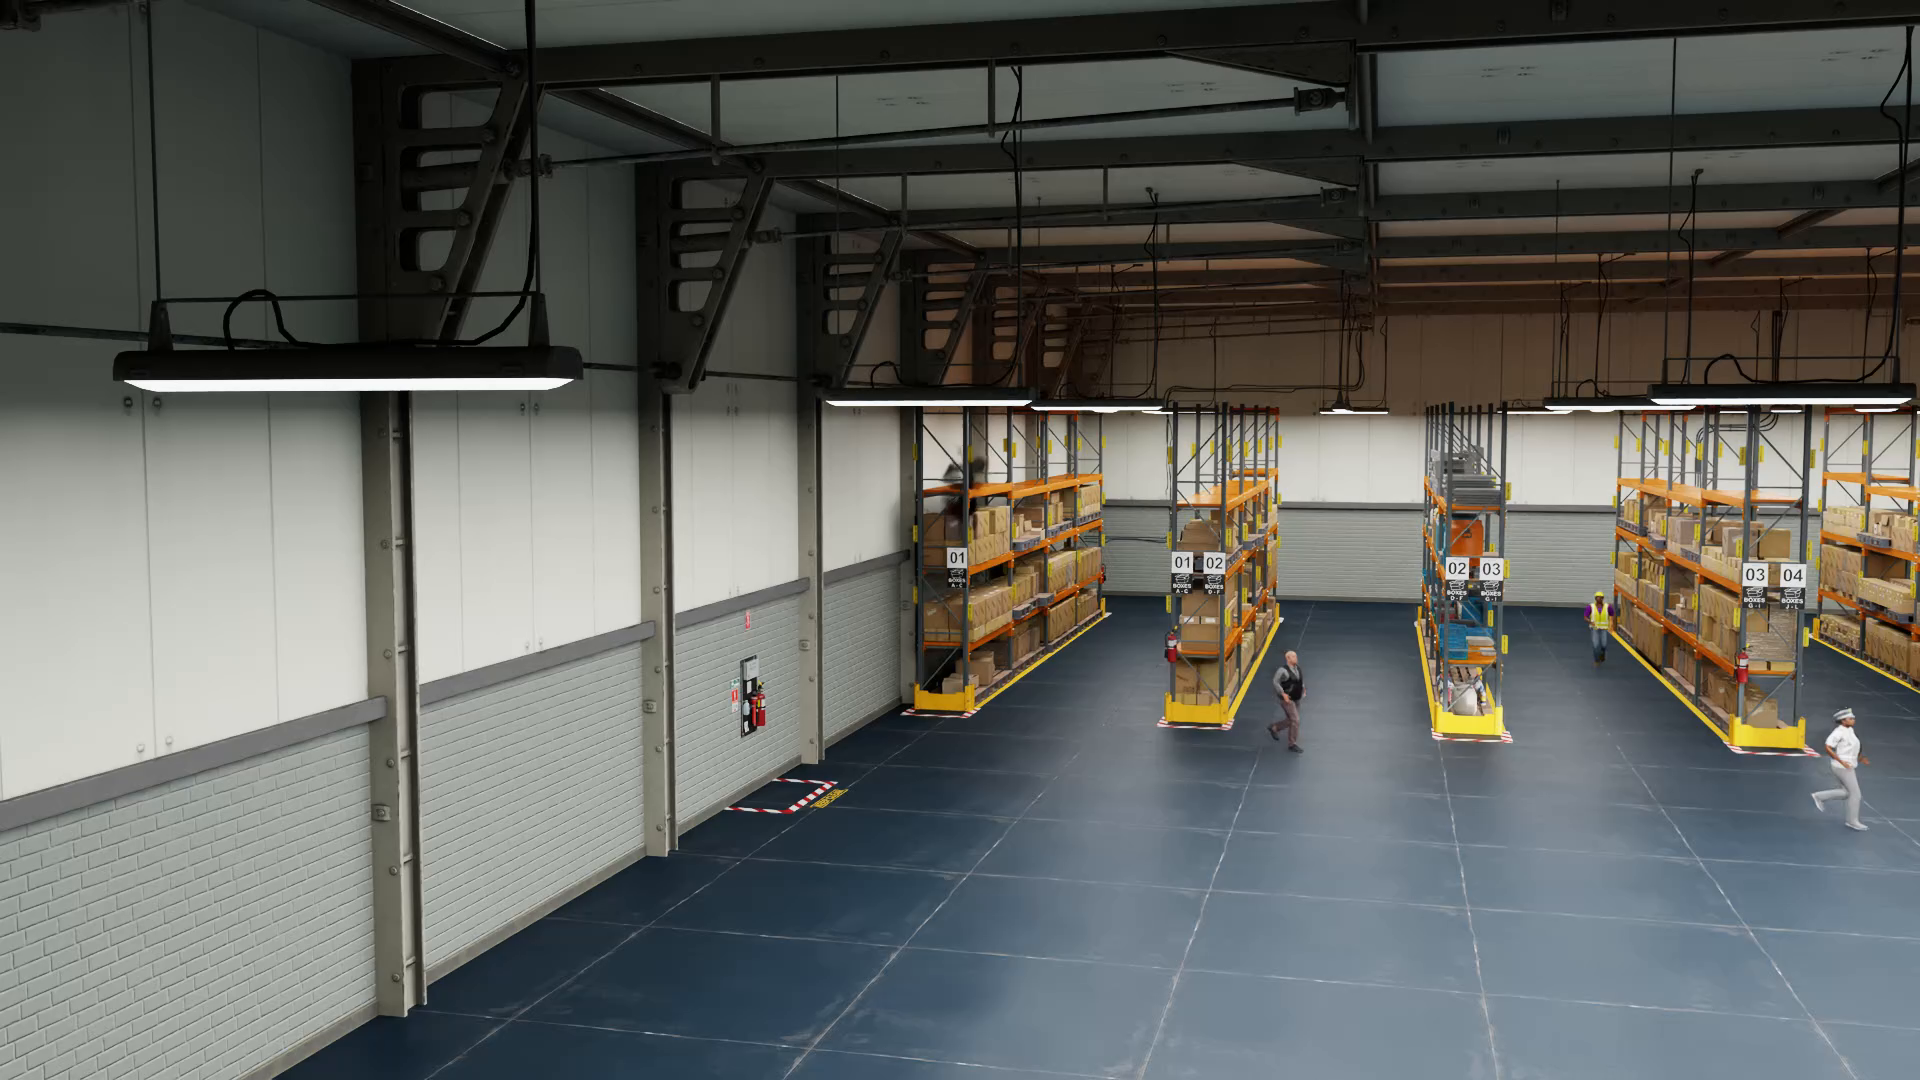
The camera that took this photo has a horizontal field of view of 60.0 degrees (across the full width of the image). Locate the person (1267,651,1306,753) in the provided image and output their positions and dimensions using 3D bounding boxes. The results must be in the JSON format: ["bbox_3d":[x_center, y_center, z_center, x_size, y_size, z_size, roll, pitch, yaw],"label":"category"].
[{"bbox_3d":[5.619,2.758,28.654,0.662,1.727,0.783,-4,6,-43],"label":"person"}]

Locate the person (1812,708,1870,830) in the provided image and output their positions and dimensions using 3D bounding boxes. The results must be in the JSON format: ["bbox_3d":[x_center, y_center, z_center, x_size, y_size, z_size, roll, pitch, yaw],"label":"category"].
[{"bbox_3d":[12.337,3.182,23.298,0.760,1.686,0.577,4,6,44],"label":"person"}]

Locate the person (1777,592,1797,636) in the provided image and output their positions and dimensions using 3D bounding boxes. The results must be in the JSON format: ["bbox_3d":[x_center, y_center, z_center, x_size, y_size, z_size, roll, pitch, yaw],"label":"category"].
[{"bbox_3d":[20.386,1.802,40.891,0.696,1.822,0.944,1,4,12],"label":"person"}]

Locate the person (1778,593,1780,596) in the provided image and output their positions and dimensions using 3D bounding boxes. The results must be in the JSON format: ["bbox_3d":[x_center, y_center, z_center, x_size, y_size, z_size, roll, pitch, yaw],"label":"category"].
[{"bbox_3d":[19.152,2.011,38.778,0.598,1.690,0.875,1,4,10],"label":"person"}]

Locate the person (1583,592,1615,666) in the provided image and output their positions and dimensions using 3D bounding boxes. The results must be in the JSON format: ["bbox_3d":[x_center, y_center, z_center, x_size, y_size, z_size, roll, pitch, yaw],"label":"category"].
[{"bbox_3d":[14.678,2.046,38.175,0.698,1.720,0.579,1,4,17],"label":"person"}]
